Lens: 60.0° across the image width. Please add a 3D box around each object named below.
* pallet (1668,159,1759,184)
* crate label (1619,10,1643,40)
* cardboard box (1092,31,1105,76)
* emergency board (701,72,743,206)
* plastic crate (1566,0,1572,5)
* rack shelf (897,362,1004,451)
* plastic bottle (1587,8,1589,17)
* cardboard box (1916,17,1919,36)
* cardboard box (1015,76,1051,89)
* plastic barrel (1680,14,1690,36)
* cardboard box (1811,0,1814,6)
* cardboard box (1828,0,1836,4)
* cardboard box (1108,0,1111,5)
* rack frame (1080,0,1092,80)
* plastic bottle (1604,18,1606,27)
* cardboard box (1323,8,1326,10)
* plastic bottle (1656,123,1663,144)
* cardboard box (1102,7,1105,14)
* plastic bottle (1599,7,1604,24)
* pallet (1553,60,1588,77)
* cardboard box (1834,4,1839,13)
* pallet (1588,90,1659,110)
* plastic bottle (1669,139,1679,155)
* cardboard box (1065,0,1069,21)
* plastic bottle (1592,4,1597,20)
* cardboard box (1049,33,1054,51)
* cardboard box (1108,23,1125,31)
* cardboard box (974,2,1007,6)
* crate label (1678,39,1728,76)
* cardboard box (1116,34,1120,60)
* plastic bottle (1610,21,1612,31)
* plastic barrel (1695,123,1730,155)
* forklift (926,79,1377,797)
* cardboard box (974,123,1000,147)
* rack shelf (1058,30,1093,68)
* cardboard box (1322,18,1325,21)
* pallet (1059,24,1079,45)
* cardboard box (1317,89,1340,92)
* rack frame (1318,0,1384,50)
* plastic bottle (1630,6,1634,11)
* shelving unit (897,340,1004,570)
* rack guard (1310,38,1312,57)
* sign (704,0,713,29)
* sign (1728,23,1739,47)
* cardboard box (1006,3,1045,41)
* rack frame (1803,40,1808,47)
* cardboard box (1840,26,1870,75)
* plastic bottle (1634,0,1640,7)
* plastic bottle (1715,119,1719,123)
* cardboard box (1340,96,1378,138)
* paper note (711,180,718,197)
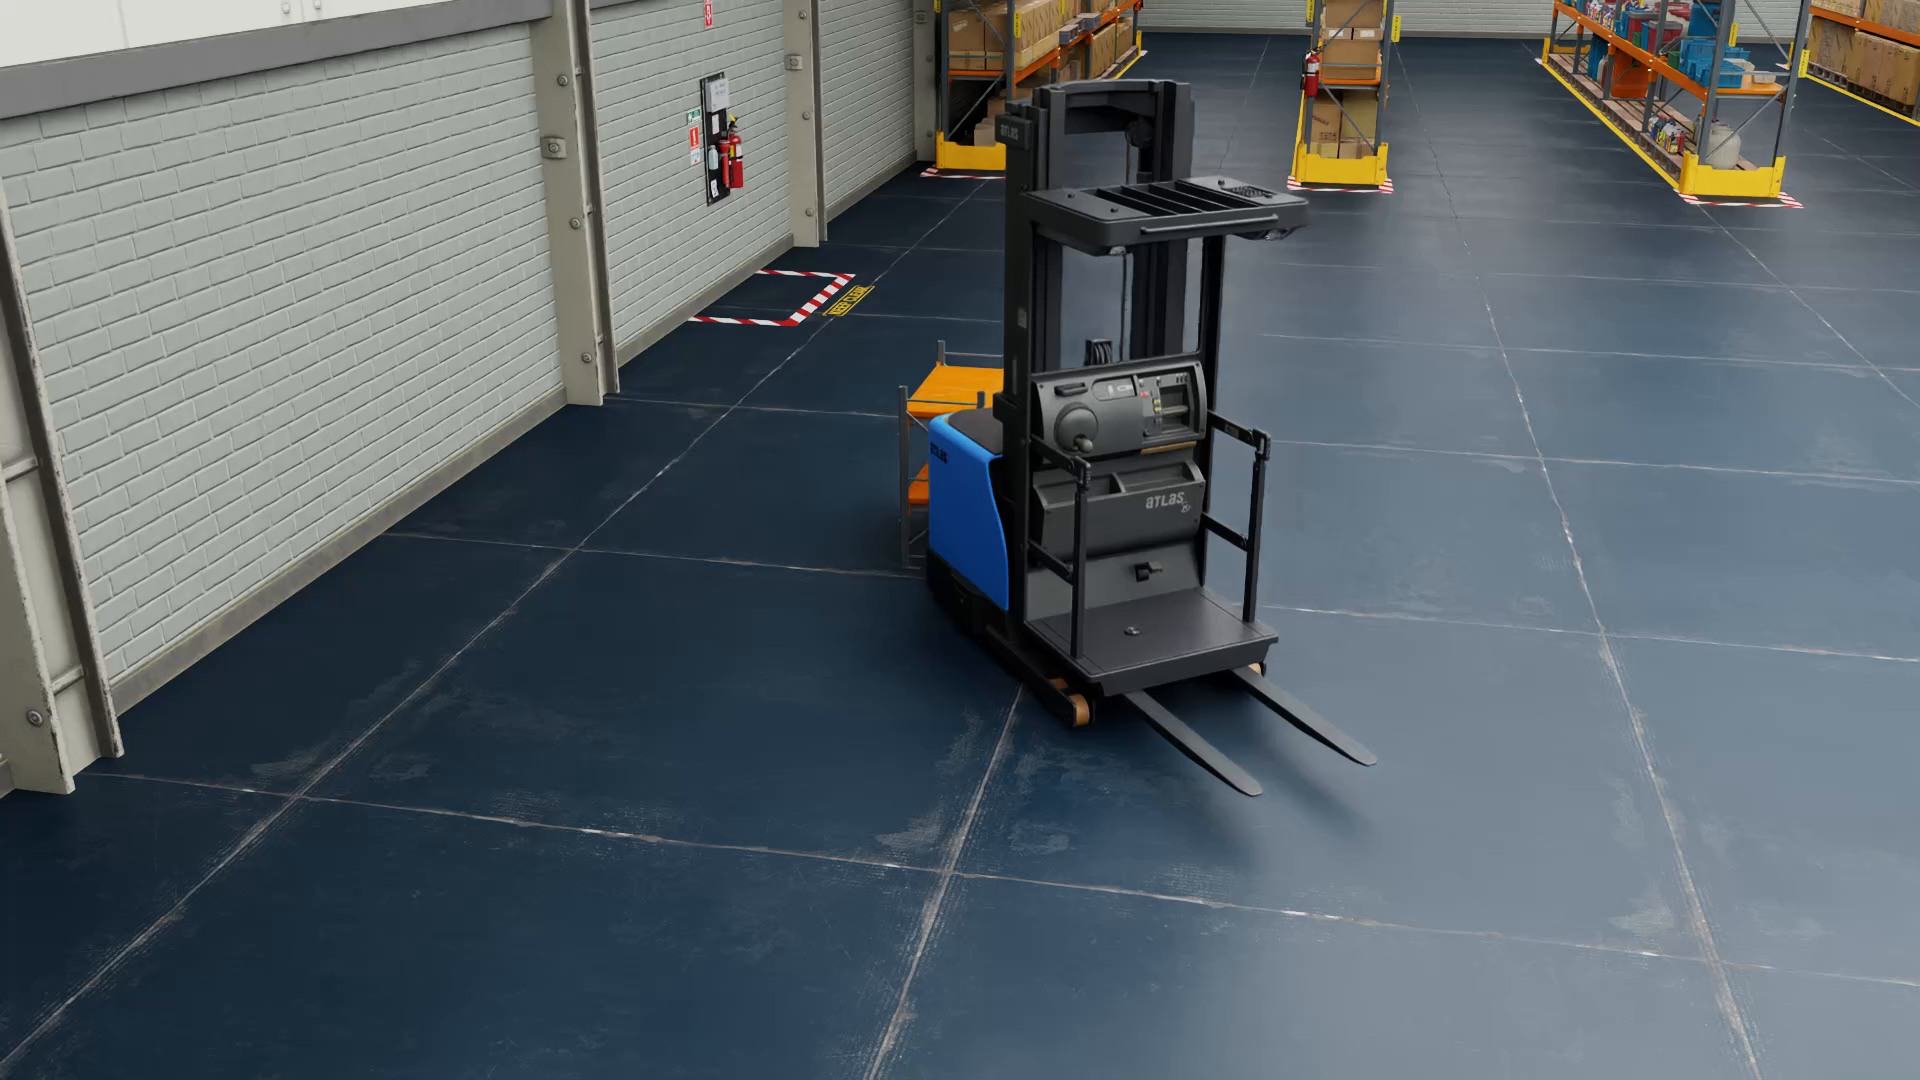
[{"bbox_3d":[10.079,-4.868,22.157,1.003,0.211,1.213,4,22,11],"label":"pallet"},{"bbox_3d":[11.104,-8.432,27.228,0.502,0.435,0.616,4,22,11],"label":"crate label"},{"bbox_3d":[2.336,-9.290,31.722,0.750,0.750,0.750,4,22,11],"label":"cardboard box"},{"bbox_3d":[-2.230,-3.815,15.811,0.194,1.169,0.643,4,22,11],"label":"emergency board"},{"bbox_3d":[12.501,-10.978,33.741,0.416,0.233,0.300,4,22,11],"label":"plastic crate"},{"bbox_3d":[0.001,-0.796,10.040,0.538,0.278,1.000,4,22,11],"label":"rack shelf"},{"bbox_3d":[11.862,-9.935,31.274,0.097,0.201,0.097,0,22,0],"label":"plastic bottle"},{"bbox_3d":[16.278,-8.627,27.625,0.500,0.500,0.500,5,23,13],"label":"cardboard box"},{"bbox_3d":[1.190,-7.366,27.385,0.700,0.500,0.500,5,23,13],"label":"cardboard box"},{"bbox_3d":[11.165,-7.692,25.256,0.433,0.535,0.433,0,22,0],"label":"plastic barrel"},{"bbox_3d":[17.606,-10.992,33.967,0.380,0.149,0.250,4,22,10],"label":"cardboard box"},{"bbox_3d":[17.383,-10.655,32.597,0.500,0.250,0.500,4,22,10],"label":"cardboard box"},{"bbox_3d":[2.636,-10.612,32.129,0.500,0.500,0.500,4,22,11],"label":"cardboard box"},{"bbox_3d":[1.873,-9.514,29.961,1.000,3.000,0.127,4,22,11],"label":"rack frame"},{"bbox_3d":[11.424,-9.150,29.324,0.097,0.201,0.097,0,22,0],"label":"plastic bottle"},{"bbox_3d":[5.611,-7.847,24.820,0.380,0.149,0.250,5,22,12],"label":"cardboard box"},{"bbox_3d":[10.071,-5.850,23.911,0.061,0.283,0.133,5,23,13],"label":"plastic bottle"},{"bbox_3d":[2.595,-10.263,32.131,0.380,0.149,0.250,4,22,9],"label":"cardboard box"},{"bbox_3d":[11.534,-9.419,29.883,0.061,0.283,0.133,4,22,11],"label":"plastic bottle"},{"bbox_3d":[12.746,-9.647,34.026,1.003,0.211,1.213,4,22,11],"label":"pallet"},{"bbox_3d":[17.240,-10.334,32.334,0.380,0.149,0.250,4,22,10],"label":"cardboard box"},{"bbox_3d":[11.691,-7.757,29.331,1.003,0.211,1.213,4,22,11],"label":"pallet"},{"bbox_3d":[9.884,-5.444,23.013,0.097,0.201,0.097,0,22,0],"label":"plastic bottle"},{"bbox_3d":[1.418,-8.932,27.794,0.700,0.500,0.500,8,23,18],"label":"cardboard box"},{"bbox_3d":[11.714,-9.741,30.681,0.061,0.283,0.133,4,22,11],"label":"plastic bottle"},{"bbox_3d":[1.147,-7.613,25.415,0.500,0.250,0.500,5,22,11],"label":"cardboard box"},{"bbox_3d":[3.297,-10.881,35.271,0.380,0.149,0.250,4,22,9],"label":"cardboard box"},{"bbox_3d":[0.445,-7.621,24.432,0.500,0.500,0.500,5,22,12],"label":"cardboard box"},{"bbox_3d":[10.050,-6.543,22.537,0.502,0.435,0.616,4,22,11],"label":"crate label"},{"bbox_3d":[2.942,-10.278,34.642,0.700,0.500,0.500,5,22,12],"label":"cardboard box"},{"bbox_3d":[11.278,-8.888,28.673,0.097,0.201,0.097,0,22,0],"label":"plastic bottle"},{"bbox_3d":[10.101,-5.304,22.275,0.421,0.512,0.421,0,22,0],"label":"plastic barrel"},{"bbox_3d":[0.894,-0.630,7.995,1.130,2.935,3.031,-10,24,-23],"label":"forklift"},{"bbox_3d":[0.470,-5.791,23.728,0.500,0.311,0.500,2,22,5],"label":"cardboard box"},{"bbox_3d":[1.465,-8.449,28.279,1.077,0.370,4.000,4,22,11],"label":"rack shelf"},{"bbox_3d":[5.245,-7.187,23.182,0.380,0.149,0.250,5,22,12],"label":"cardboard box"},{"bbox_3d":[1.355,-8.230,27.031,1.003,0.211,1.213,4,22,11],"label":"pallet"},{"bbox_3d":[5.202,-6.247,23.965,0.500,0.500,0.500,4,22,11],"label":"cardboard box"},{"bbox_3d":[5.907,-7.675,25.395,1.000,3.000,0.127,4,22,11],"label":"rack frame"},{"bbox_3d":[12.293,-9.629,30.418,0.097,0.271,0.097,0,22,0],"label":"plastic bottle"},{"bbox_3d":[0.001,-0.524,10.150,0.538,1.125,1.048,4,22,11],"label":"shelving unit"},{"bbox_3d":[8.340,-10.876,36.690,1.175,0.500,0.348,4,22,11],"label":"rack guard"},{"bbox_3d":[-2.329,-4.895,15.389,0.001,0.298,0.199,4,22,11],"label":"sign"},{"bbox_3d":[11.291,-7.378,24.288,0.100,0.325,0.005,4,22,11],"label":"sign"},{"bbox_3d":[0.948,-7.586,24.343,0.500,0.500,0.500,5,23,13],"label":"cardboard box"},{"bbox_3d":[18.052,-11.307,34.413,1.000,3.000,0.127,4,22,11],"label":"rack frame"},{"bbox_3d":[17.449,-9.289,31.684,0.875,0.875,0.875,4,22,11],"label":"cardboard box"},{"bbox_3d":[12.483,-9.770,30.663,0.144,0.351,0.185,4,22,11],"label":"plastic bottle"},{"bbox_3d":[10.801,-5.825,23.759,0.144,0.351,0.185,4,22,11],"label":"plastic bottle"},{"bbox_3d":[5.518,-5.841,22.957,0.500,0.500,0.500,4,22,11],"label":"cardboard box"},{"bbox_3d":[-2.333,-3.347,15.828,0.016,0.148,0.142,4,22,11],"label":"paper note"}]
